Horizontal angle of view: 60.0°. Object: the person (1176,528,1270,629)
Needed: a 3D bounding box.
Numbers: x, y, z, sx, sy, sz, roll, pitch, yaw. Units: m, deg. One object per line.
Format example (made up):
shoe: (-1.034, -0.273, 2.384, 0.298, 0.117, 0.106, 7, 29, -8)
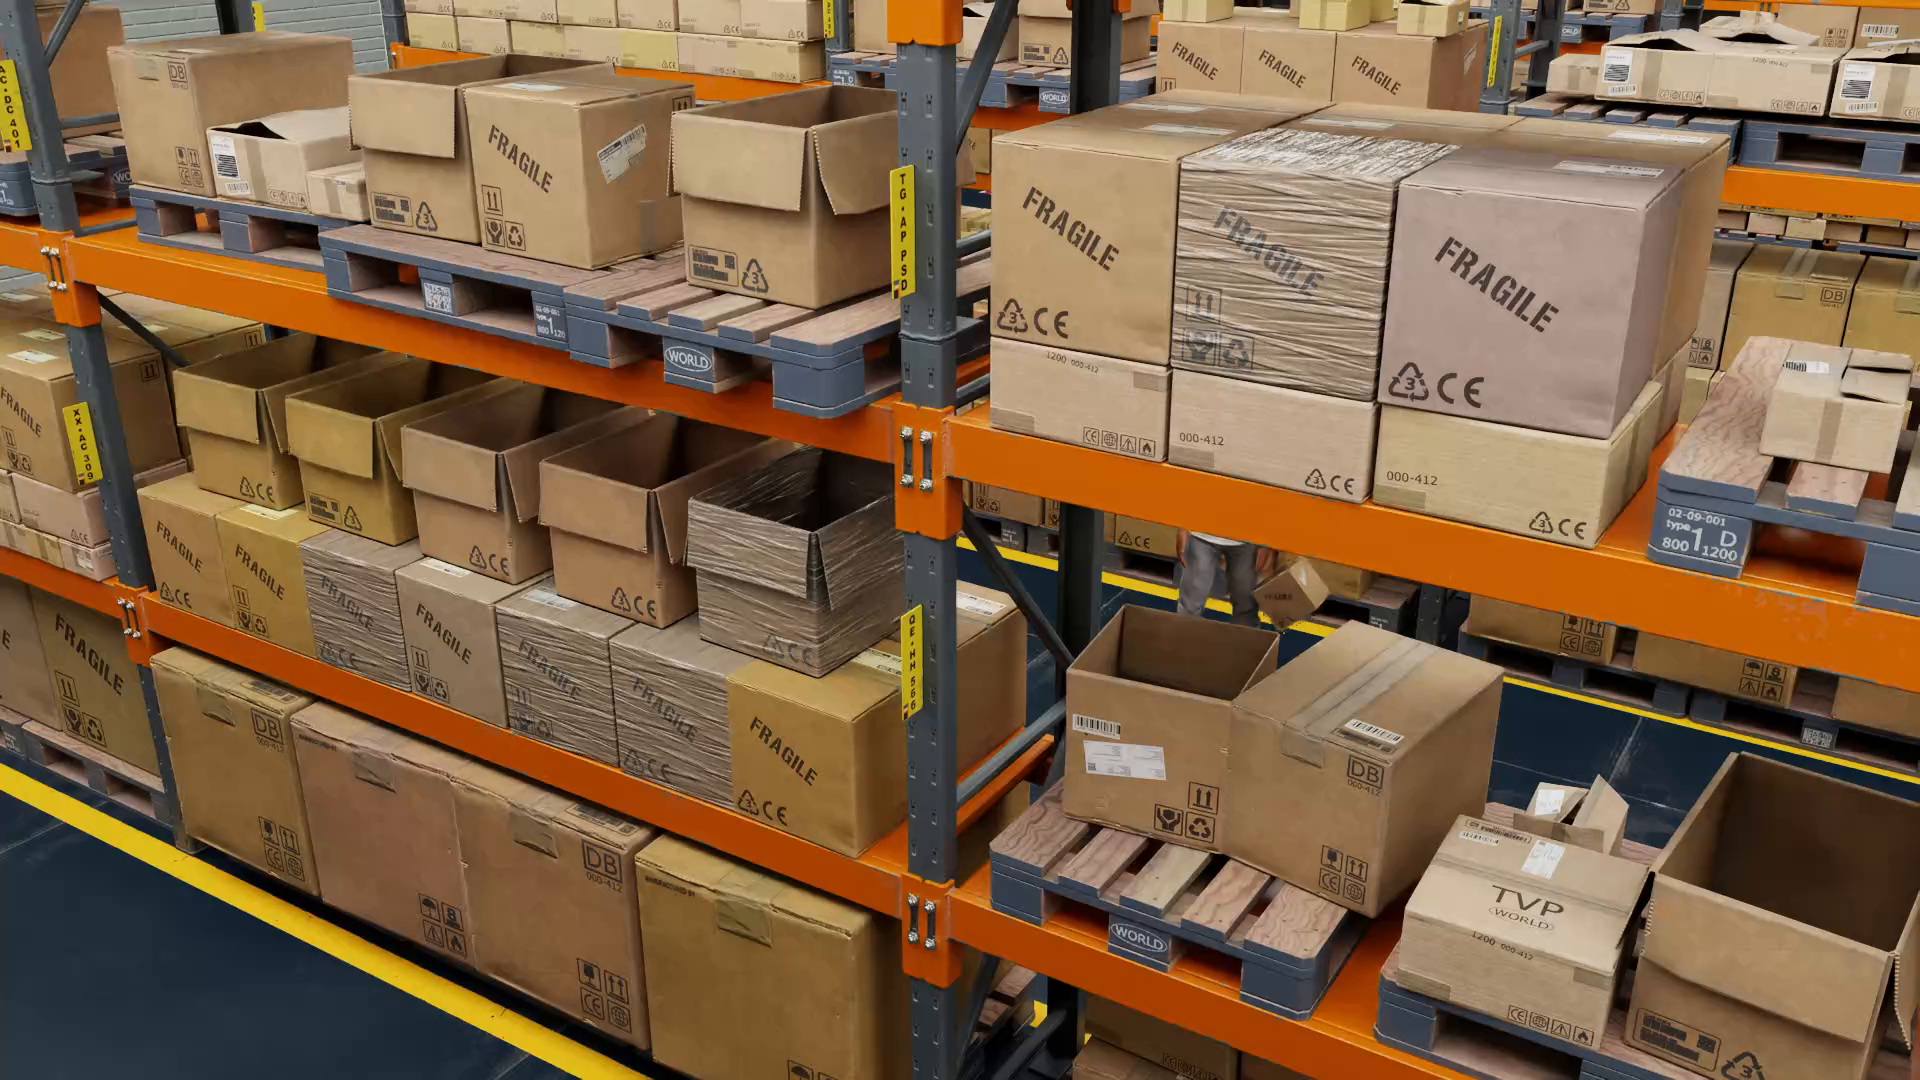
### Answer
person: (1.368, -0.001, 8.559, 0.561, 1.769, 0.521, 5, 24, 12)
